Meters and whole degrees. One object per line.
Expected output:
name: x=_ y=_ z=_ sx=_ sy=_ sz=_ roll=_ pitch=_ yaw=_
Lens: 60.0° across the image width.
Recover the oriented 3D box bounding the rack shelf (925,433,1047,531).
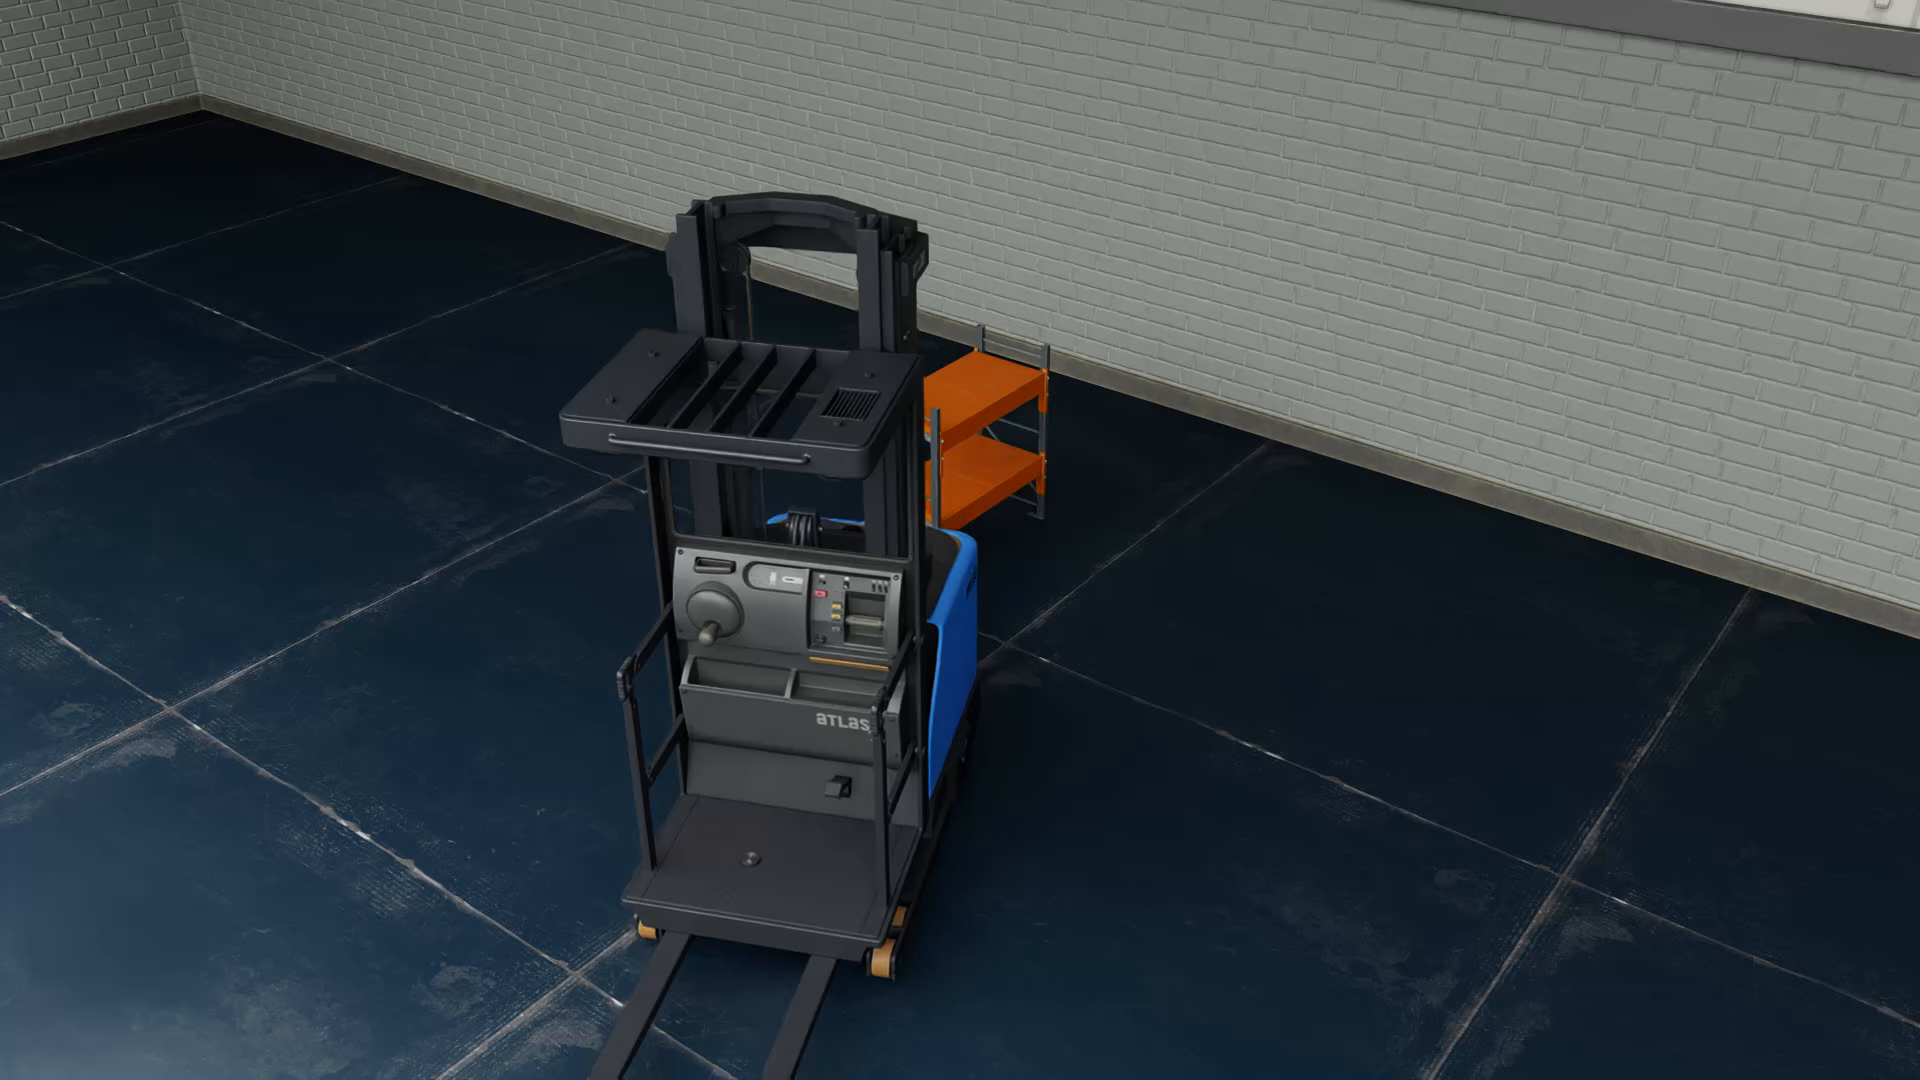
rack shelf: x=-0.004 y=-0.271 z=9.583 sx=0.538 sy=0.278 sz=1.000 roll=21 pitch=37 yaw=31

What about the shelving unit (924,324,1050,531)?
shelving unit: x=-0.004 y=-0.481 z=9.459 sx=0.538 sy=1.125 sz=1.048 roll=21 pitch=37 yaw=31

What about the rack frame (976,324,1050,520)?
rack frame: x=0.303 y=-0.688 z=9.807 sx=0.500 sy=1.125 sz=0.032 roll=21 pitch=37 yaw=31

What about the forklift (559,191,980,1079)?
forklift: x=-0.727 y=0.305 z=6.361 sx=1.130 sy=2.935 sz=3.031 roll=7 pitch=31 yaw=11

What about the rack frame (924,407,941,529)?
rack frame: x=-0.311 y=-0.275 z=9.110 sx=0.500 sy=1.125 sz=0.032 roll=21 pitch=37 yaw=31

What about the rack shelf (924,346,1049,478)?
rack shelf: x=-0.004 y=-0.733 z=9.309 sx=0.538 sy=0.278 sz=1.000 roll=21 pitch=37 yaw=31
